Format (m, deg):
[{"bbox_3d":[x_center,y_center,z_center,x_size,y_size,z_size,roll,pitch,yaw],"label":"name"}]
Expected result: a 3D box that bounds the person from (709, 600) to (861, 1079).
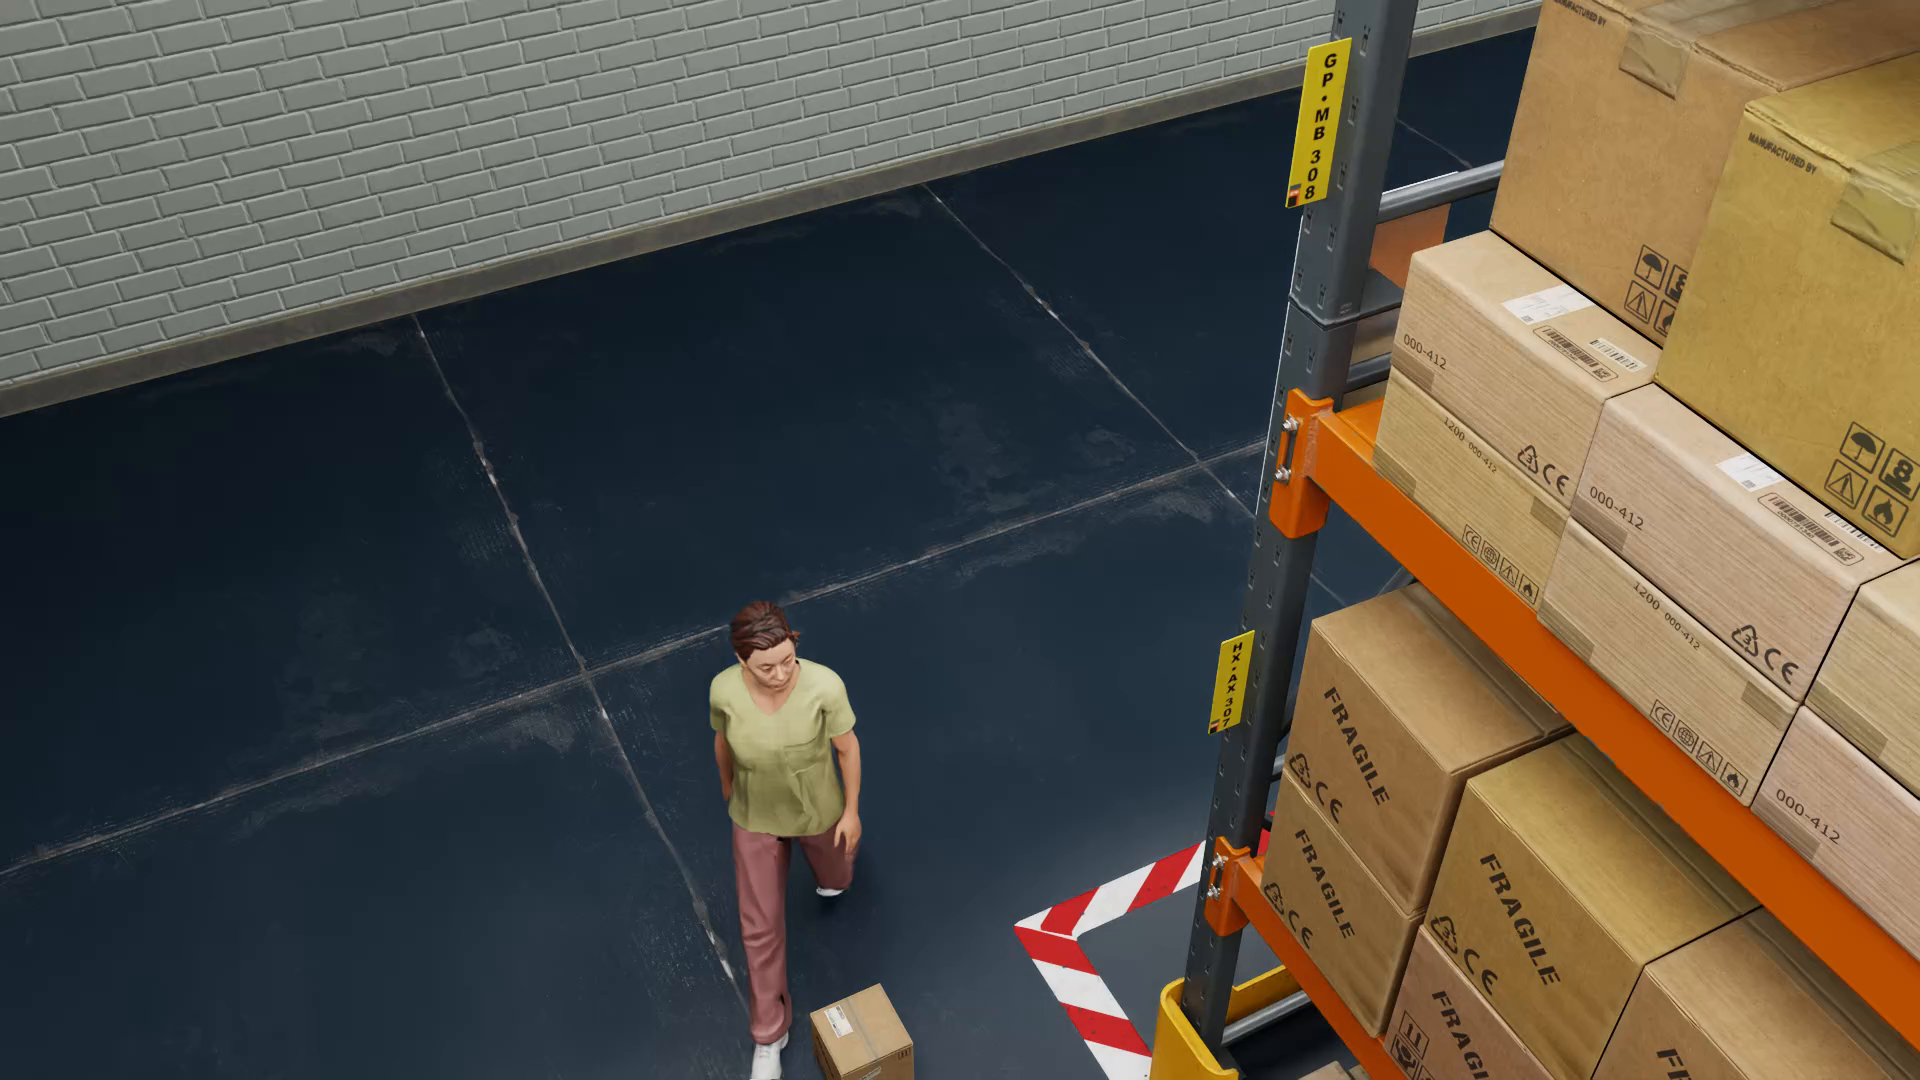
[{"bbox_3d":[-0.534,0.871,5.205,0.459,1.617,1.028,-2,41,-2],"label":"person"}]
